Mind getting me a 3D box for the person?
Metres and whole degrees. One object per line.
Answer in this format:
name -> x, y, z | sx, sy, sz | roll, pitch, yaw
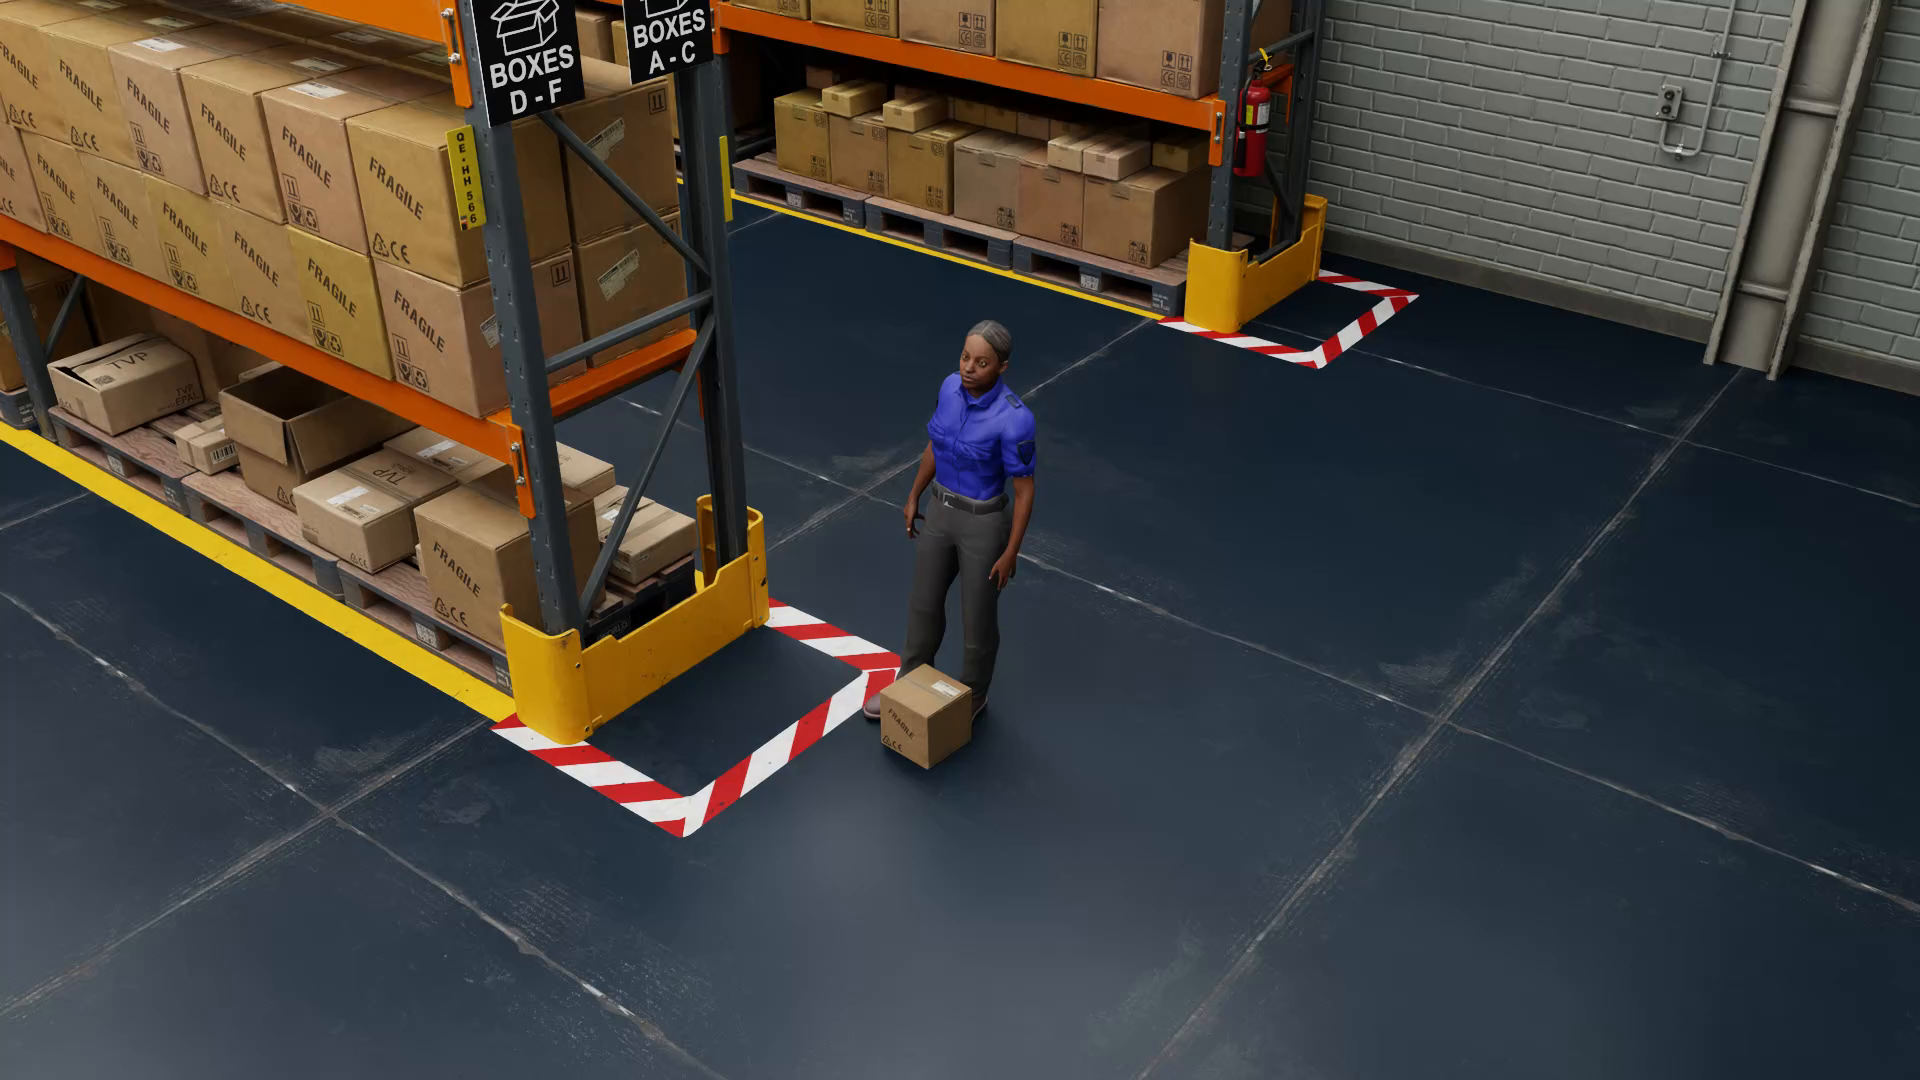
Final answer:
person -> -0.031, -0.017, 6.152 | 0.570, 1.654, 0.504 | 26, 39, 36
